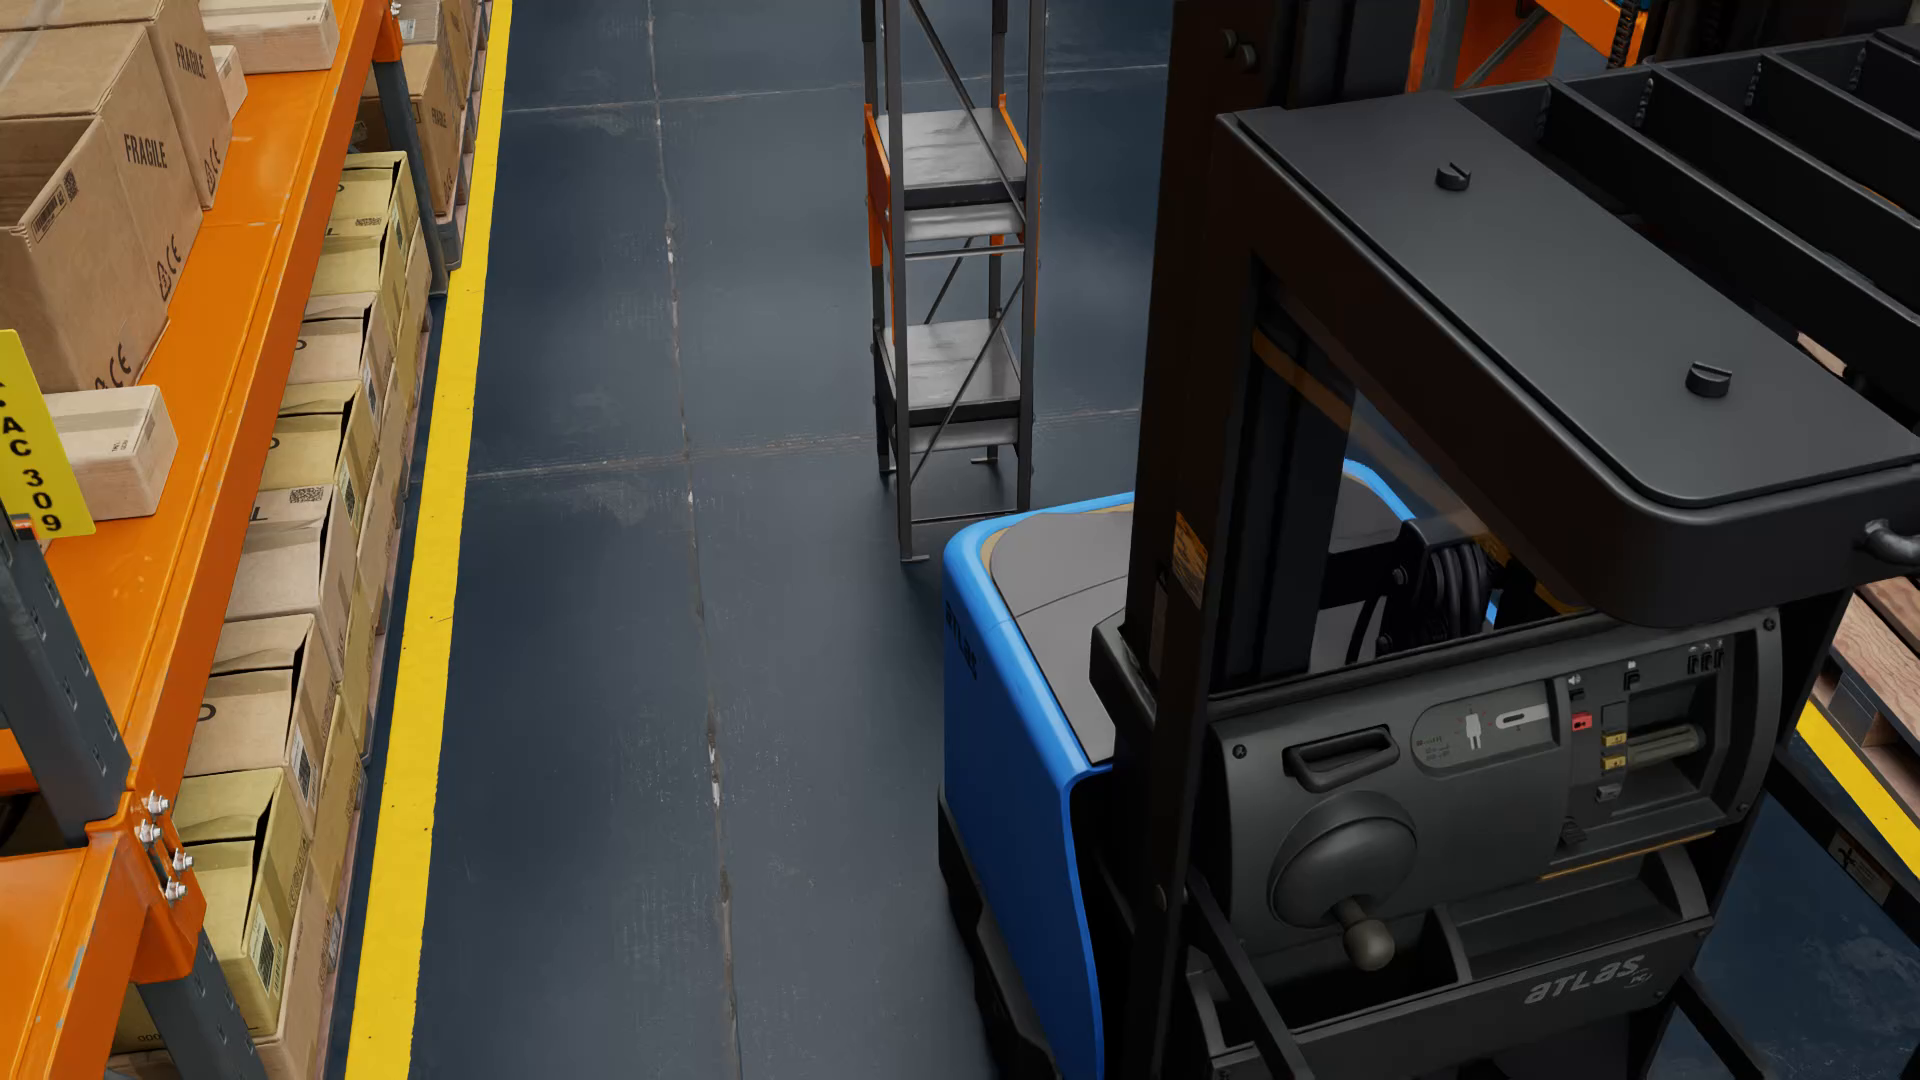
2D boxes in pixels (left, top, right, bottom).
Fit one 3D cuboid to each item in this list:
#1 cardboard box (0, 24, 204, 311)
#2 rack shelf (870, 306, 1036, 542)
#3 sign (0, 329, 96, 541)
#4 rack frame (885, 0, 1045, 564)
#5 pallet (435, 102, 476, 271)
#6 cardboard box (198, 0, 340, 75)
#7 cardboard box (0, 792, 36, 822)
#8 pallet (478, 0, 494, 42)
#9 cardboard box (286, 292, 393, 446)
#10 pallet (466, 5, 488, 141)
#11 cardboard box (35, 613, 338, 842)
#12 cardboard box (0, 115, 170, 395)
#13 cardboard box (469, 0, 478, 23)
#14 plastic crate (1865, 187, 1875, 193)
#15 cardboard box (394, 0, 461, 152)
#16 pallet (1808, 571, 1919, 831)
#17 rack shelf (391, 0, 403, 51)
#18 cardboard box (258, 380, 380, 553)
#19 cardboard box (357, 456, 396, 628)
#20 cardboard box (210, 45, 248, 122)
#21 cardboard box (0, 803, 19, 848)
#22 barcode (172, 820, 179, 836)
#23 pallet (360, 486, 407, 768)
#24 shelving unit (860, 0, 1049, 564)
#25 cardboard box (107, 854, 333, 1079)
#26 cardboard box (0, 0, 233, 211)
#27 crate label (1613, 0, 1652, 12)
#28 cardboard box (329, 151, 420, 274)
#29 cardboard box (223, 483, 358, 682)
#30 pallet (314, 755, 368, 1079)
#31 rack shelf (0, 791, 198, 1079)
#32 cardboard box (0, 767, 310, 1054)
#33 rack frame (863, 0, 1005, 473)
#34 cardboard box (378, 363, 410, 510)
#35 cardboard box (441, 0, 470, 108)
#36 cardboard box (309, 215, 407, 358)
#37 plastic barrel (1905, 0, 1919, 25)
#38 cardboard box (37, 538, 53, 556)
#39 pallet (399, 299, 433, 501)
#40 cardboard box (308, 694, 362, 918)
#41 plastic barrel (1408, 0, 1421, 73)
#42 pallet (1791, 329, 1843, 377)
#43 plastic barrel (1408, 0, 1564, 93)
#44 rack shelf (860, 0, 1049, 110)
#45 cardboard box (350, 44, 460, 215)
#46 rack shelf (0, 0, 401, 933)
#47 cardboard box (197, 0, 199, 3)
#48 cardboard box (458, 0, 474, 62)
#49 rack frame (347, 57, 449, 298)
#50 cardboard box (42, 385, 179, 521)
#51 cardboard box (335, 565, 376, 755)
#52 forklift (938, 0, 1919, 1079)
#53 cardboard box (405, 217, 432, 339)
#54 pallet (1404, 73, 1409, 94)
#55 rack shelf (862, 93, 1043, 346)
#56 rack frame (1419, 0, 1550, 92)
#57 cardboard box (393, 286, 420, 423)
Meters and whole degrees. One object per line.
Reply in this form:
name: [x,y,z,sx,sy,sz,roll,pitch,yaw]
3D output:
cardboard box: [-2.095,-0.825,3.786,0.500,0.500,0.500,-6,38,-8]
rack shelf: [-0.029,-0.366,5.172,0.431,0.518,0.480,-6,38,-8]
sign: [-1.250,-0.133,2.206,0.100,0.325,0.005,-6,38,-8]
rack frame: [0.014,-0.782,4.545,0.400,2.100,0.015,-6,38,-8]
pallet: [-2.591,-1.469,6.969,1.003,0.211,1.213,-6,38,-8]
cardboard box: [-2.068,-1.503,4.944,0.380,0.149,0.250,-6,38,-8]
cardboard box: [-2.247,0.472,3.640,0.500,0.311,0.500,-5,38,-7]
pallet: [-3.019,-2.943,8.866,1.003,0.211,1.213,-6,38,-8]
cardboard box: [-1.980,-0.509,4.902,0.500,0.311,0.500,-6,38,-8]
pallet: [-2.802,-2.205,7.916,1.003,0.211,1.213,-6,38,-8]
cardboard box: [-1.706,0.420,3.707,0.500,0.311,0.500,-7,38,-8]
cardboard box: [-2.007,-0.523,3.396,0.500,0.500,0.500,-4,38,-5]
cardboard box: [-2.664,-2.848,8.150,0.500,0.500,0.500,-6,38,-7]
plastic crate: [2.498,-1.168,4.481,0.450,0.188,0.662,-6,38,-8]
cardboard box: [-2.393,-1.923,6.960,0.500,0.500,0.500,-8,38,-10]
pallet: [2.905,0.401,4.562,1.003,0.211,1.213,-6,38,-8]
rack shelf: [-2.848,-3.039,7.304,1.077,0.370,4.000,-6,38,-8]
cardboard box: [-1.894,-0.206,4.512,0.500,0.311,0.500,-5,38,-7]
cardboard box: [-1.893,0.021,4.676,0.500,0.250,0.500,-6,38,-7]
cardboard box: [-2.219,-1.252,4.621,0.380,0.149,0.250,-4,38,-5]
cardboard box: [-2.150,0.785,3.236,0.500,0.311,0.500,-6,38,-8]
barcode: [-1.431,0.536,3.012,0.001,0.075,0.075,-6,38,-8]
pallet: [-2.181,0.222,4.792,1.003,0.211,1.213,-6,38,-8]
shelving unit: [-0.029,-0.929,4.735,0.431,2.100,0.503,-6,38,-8]
cardboard box: [-1.623,0.950,3.481,0.500,0.250,0.500,-7,38,-9]
cardboard box: [-2.187,-1.143,4.195,0.500,0.500,0.500,-8,39,-10]
crate label: [2.288,-2.031,5.390,0.502,0.435,0.616,-6,38,-8]
cardboard box: [-2.163,-1.127,5.698,0.500,0.311,0.500,-5,38,-7]
cardboard box: [-1.798,0.107,4.109,0.500,0.311,0.500,-7,38,-9]
pallet: [-1.964,0.961,3.841,1.003,0.211,1.213,-6,38,-8]
rack shelf: [-1.446,1.793,1.084,1.077,0.370,4.000,-6,38,-8]
cardboard box: [-1.623,0.723,3.317,0.500,0.311,0.500,-6,38,-8]
rack frame: [-0.072,-1.077,4.924,0.400,2.100,0.015,-6,38,-8]
cardboard box: [-1.986,-0.289,5.076,0.500,0.250,0.500,-5,38,-7]
cardboard box: [-2.476,-2.227,7.350,0.500,0.500,0.500,-7,38,-9]
cardboard box: [-2.066,-0.814,5.294,0.500,0.311,0.500,-7,38,-9]
plastic barrel: [2.925,-1.590,4.740,0.433,0.535,0.433,0,38,0]
cardboard box: [-1.926,0.067,2.841,0.500,0.250,0.500,-4,38,-5]
pallet: [-2.392,-0.513,5.738,1.003,0.211,1.213,-6,38,-8]
cardboard box: [-1.711,0.641,3.878,0.500,0.250,0.500,-5,38,-7]
plastic barrel: [2.090,-2.454,7.650,0.421,0.512,0.421,0,38,0]
pallet: [2.688,-0.337,5.512,1.003,0.211,1.213,-6,38,-8]
plastic barrel: [2.277,-2.248,7.126,0.600,0.830,0.708,-6,38,-8]
rack shelf: [-0.029,-1.471,4.313,0.431,0.518,0.480,-6,38,-8]
cardboard box: [-2.296,-1.608,6.553,0.500,0.500,0.500,-5,38,-6]
rack shelf: [-2.147,-0.623,4.194,1.077,0.370,4.000,-6,38,-8]
cardboard box: [-2.531,-1.519,4.833,0.500,0.311,0.500,-7,38,-8]
cardboard box: [-2.573,-2.541,7.755,0.500,0.500,0.500,-7,38,-9]
rack frame: [-2.498,-2.115,5.528,1.000,3.000,0.127,-6,38,-8]
cardboard box: [-1.750,-0.157,3.212,0.380,0.149,0.250,-6,38,-8]
cardboard box: [-1.805,0.329,4.281,0.500,0.250,0.500,-7,38,-9]
forklift: [0.882,0.432,2.305,1.130,2.935,3.031,-11,39,-14]
cardboard box: [-2.165,-0.904,5.867,0.500,0.250,0.500,-5,38,-7]
pallet: [2.201,-2.016,7.674,1.003,0.211,1.213,-6,38,-8]
rack shelf: [-0.029,-0.918,4.743,0.431,0.518,0.480,-6,38,-8]
rack frame: [2.380,-2.646,6.211,1.000,3.000,0.127,-6,38,-8]
cardboard box: [-2.071,-0.593,5.467,0.500,0.250,0.500,-7,38,-8]
